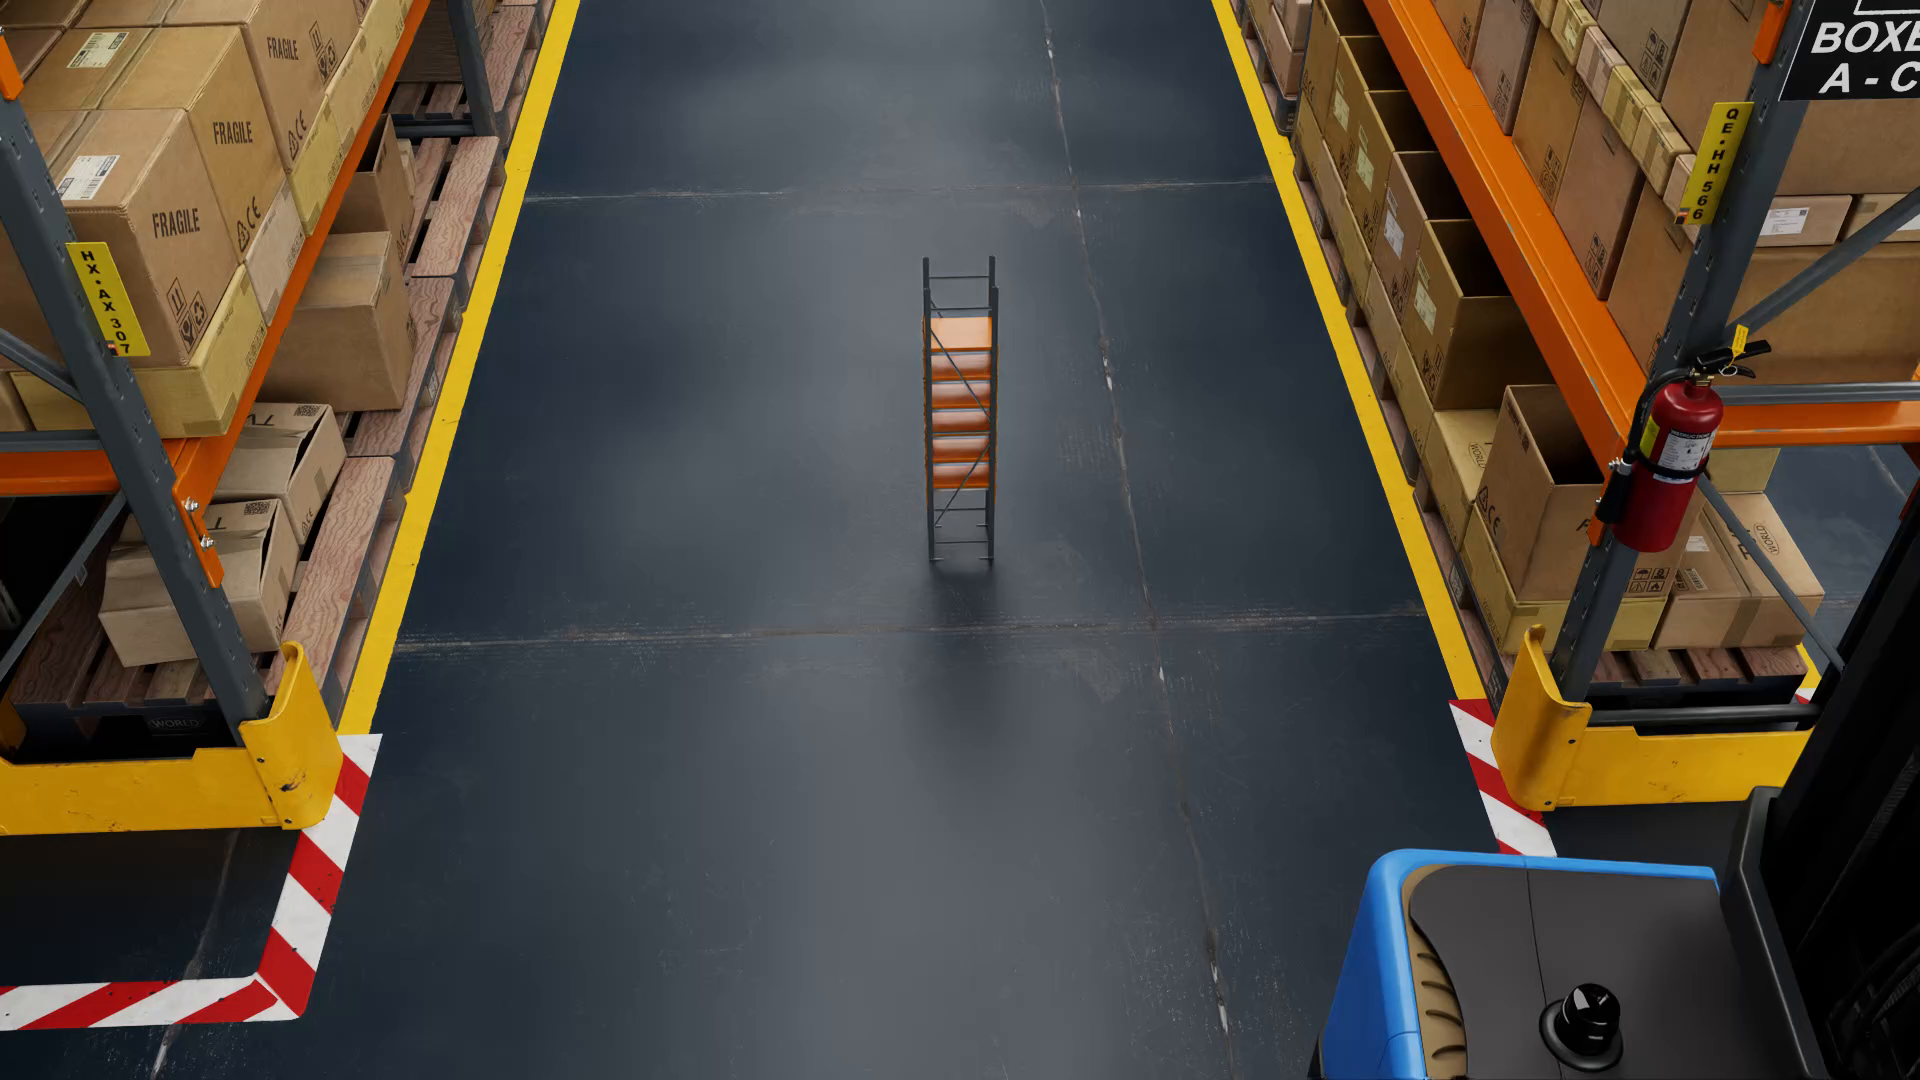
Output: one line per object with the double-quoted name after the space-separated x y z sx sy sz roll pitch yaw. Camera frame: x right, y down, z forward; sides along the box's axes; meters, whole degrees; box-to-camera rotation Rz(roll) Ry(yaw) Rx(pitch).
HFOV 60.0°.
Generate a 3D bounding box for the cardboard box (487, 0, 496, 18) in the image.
-2.892 -3.028 8.858 0.700 0.500 0.500 -2 43 -3 "cardboard box"

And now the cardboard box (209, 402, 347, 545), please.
-2.566 -0.269 5.988 0.500 0.311 0.500 2 43 2 "cardboard box"

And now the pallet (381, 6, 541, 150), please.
-2.807 -2.441 8.757 1.003 0.211 1.213 -2 43 -2 "pallet"

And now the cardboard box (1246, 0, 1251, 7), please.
1.828 -3.188 9.232 0.500 0.250 0.500 -1 43 -1 "cardboard box"

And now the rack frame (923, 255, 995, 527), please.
-0.003 -0.494 5.901 0.240 1.200 0.006 -2 43 -2 "rack frame"

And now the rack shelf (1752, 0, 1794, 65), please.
2.262 -2.579 5.156 1.077 0.370 4.000 -2 43 -2 "rack shelf"

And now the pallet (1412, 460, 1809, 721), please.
2.272 0.125 5.958 1.003 0.211 1.213 -2 43 -2 "pallet"

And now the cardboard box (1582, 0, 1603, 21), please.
2.287 -1.950 5.123 0.700 0.500 0.500 -1 43 -2 "cardboard box"

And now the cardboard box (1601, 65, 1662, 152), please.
2.116 -1.266 4.857 0.380 0.149 0.250 -2 43 -2 "cardboard box"

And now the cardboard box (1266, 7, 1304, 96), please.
1.869 -2.501 8.483 0.500 0.250 0.500 -2 43 -2 "cardboard box"

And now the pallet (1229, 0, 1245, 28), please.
2.052 -3.382 9.784 1.003 0.211 1.213 -2 43 -2 "pallet"

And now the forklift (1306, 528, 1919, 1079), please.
2.413 0.829 3.176 3.031 2.935 1.130 3 43 3 "forklift"

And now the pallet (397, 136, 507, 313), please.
-2.709 -1.463 7.690 1.003 0.211 1.213 -2 43 -2 "pallet"

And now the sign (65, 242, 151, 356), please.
-2.060 -0.578 4.020 0.100 0.325 0.005 -2 43 -2 "sign"

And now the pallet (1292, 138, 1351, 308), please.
2.169 -1.522 7.755 1.003 0.211 1.213 -2 43 -2 "pallet"

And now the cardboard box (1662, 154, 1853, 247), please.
2.140 -0.917 4.476 0.380 0.149 0.250 -2 43 -3 "cardboard box"

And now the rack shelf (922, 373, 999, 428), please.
0.001 -0.488 5.783 0.258 0.103 0.180 -2 43 -2 "rack shelf"

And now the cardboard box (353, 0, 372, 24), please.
-2.406 -2.185 5.955 0.500 0.500 0.500 -3 43 -3 "cardboard box"

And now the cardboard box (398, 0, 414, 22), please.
-2.437 -2.248 6.579 0.500 0.250 0.500 -1 43 -2 "cardboard box"

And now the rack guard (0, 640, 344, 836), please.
-2.606 0.627 5.196 1.175 0.500 0.348 -2 43 -2 "rack guard"

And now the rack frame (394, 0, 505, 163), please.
-2.772 -2.944 7.242 1.000 3.000 0.127 -2 43 -2 "rack frame"

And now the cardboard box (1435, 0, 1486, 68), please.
2.248 -2.131 6.281 0.700 0.500 0.500 -1 43 -1 "cardboard box"

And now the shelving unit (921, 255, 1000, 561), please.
0.001 -0.433 5.834 0.258 1.200 0.189 -2 43 -2 "shelving unit"

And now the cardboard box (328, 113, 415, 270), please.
-2.688 -1.485 7.174 0.500 0.500 0.500 -5 43 -5 "cardboard box"

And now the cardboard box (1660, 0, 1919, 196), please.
2.337 -1.254 4.365 0.700 0.500 0.500 -1 43 -2 "cardboard box"

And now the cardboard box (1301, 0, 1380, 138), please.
1.884 -2.184 7.582 0.500 0.500 0.500 -2 43 -2 "cardboard box"

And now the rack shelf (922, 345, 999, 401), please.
0.001 -0.577 5.702 0.258 0.103 0.180 -2 43 -2 "rack shelf"

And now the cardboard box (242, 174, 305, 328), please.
-2.342 -0.884 5.091 0.500 0.250 0.500 -3 43 -3 "cardboard box"

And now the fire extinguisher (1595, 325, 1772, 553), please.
1.887 -0.266 4.378 0.296 0.674 0.183 -2 43 -2 "fire extinguisher"

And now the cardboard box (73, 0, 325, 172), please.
-2.349 -1.486 5.192 0.500 0.500 0.500 -3 43 -3 "cardboard box"

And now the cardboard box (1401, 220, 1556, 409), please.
1.969 -0.834 6.109 0.500 0.500 0.500 -2 43 -2 "cardboard box"

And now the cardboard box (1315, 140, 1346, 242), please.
1.910 -1.570 7.467 0.500 0.250 0.500 -2 43 -2 "cardboard box"

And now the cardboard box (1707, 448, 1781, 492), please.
2.523 -0.512 5.757 0.500 0.500 0.500 -2 43 -2 "cardboard box"

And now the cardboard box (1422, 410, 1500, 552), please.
1.995 -0.220 5.994 0.500 0.250 0.500 -2 43 -2 "cardboard box"

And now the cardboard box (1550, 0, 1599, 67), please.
2.096 -1.613 5.236 0.380 0.149 0.250 0 43 0 "cardboard box"

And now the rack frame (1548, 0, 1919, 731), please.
2.347 -0.388 4.453 1.000 3.000 0.127 -2 43 -2 "rack frame"

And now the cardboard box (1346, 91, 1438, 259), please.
1.926 -1.509 6.845 0.500 0.500 0.500 -2 43 -2 "cardboard box"

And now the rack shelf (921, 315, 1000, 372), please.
0.001 -0.665 5.621 0.258 0.103 0.180 -2 43 -2 "rack shelf"

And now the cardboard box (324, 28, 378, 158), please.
-2.377 -1.570 5.839 0.500 0.250 0.500 -1 43 -1 "cardboard box"

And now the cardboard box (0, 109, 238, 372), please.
-2.322 -0.803 4.447 0.500 0.500 0.500 -2 43 -2 "cardboard box"

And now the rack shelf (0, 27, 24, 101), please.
-2.687 -2.434 4.998 1.077 0.370 4.000 -2 43 -2 "rack shelf"

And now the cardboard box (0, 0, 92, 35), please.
-2.873 -1.473 5.178 0.500 0.500 0.500 -3 43 -3 "cardboard box"

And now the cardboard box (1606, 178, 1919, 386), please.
2.340 -0.740 4.764 0.700 0.500 0.500 -2 43 -2 "cardboard box"

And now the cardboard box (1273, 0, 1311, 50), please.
1.873 -2.702 8.287 0.500 0.311 0.500 -2 43 -2 "cardboard box"

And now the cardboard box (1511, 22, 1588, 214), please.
2.297 -1.430 5.516 0.700 0.500 0.500 -1 43 -2 "cardboard box"

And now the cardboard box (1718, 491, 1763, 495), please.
2.521 -0.235 6.011 0.500 0.250 0.500 -2 43 -2 "cardboard box"

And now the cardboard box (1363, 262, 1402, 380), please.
1.953 -0.895 6.731 0.500 0.250 0.500 -2 43 -2 "cardboard box"
